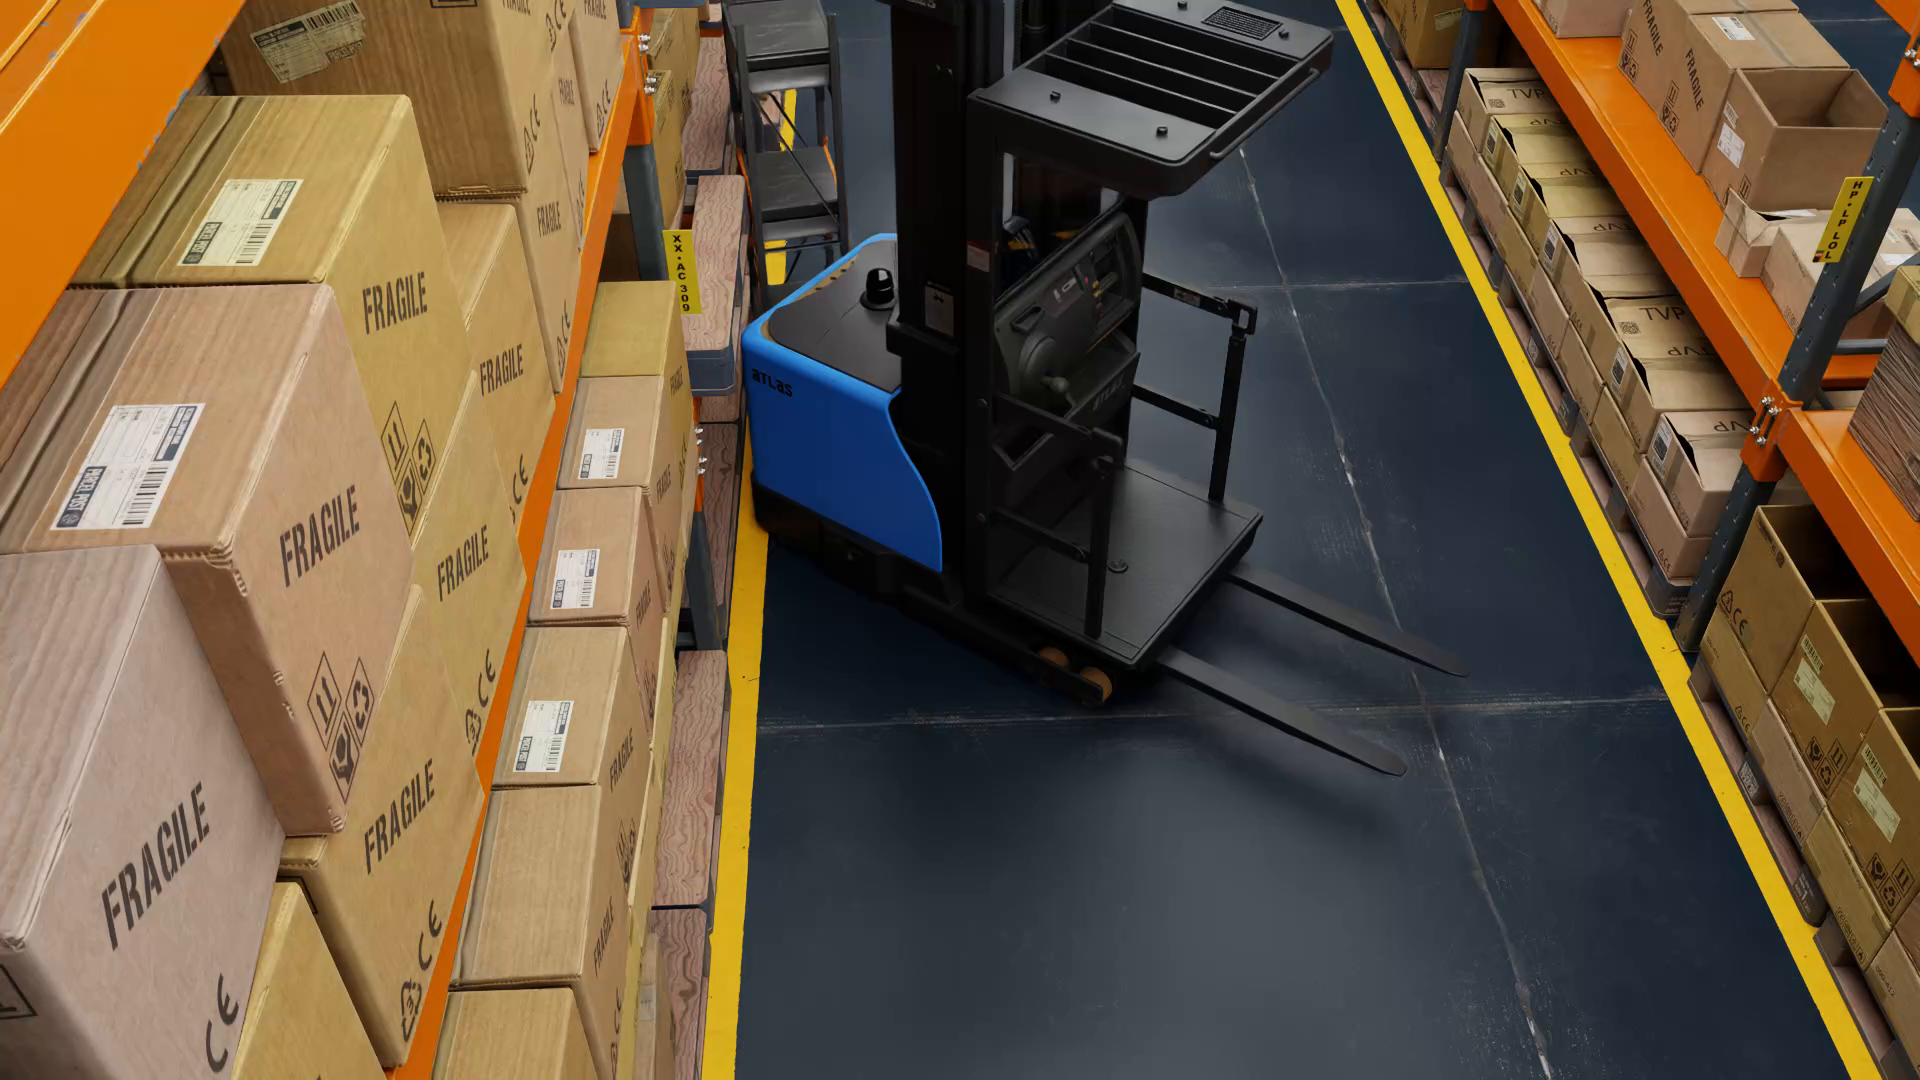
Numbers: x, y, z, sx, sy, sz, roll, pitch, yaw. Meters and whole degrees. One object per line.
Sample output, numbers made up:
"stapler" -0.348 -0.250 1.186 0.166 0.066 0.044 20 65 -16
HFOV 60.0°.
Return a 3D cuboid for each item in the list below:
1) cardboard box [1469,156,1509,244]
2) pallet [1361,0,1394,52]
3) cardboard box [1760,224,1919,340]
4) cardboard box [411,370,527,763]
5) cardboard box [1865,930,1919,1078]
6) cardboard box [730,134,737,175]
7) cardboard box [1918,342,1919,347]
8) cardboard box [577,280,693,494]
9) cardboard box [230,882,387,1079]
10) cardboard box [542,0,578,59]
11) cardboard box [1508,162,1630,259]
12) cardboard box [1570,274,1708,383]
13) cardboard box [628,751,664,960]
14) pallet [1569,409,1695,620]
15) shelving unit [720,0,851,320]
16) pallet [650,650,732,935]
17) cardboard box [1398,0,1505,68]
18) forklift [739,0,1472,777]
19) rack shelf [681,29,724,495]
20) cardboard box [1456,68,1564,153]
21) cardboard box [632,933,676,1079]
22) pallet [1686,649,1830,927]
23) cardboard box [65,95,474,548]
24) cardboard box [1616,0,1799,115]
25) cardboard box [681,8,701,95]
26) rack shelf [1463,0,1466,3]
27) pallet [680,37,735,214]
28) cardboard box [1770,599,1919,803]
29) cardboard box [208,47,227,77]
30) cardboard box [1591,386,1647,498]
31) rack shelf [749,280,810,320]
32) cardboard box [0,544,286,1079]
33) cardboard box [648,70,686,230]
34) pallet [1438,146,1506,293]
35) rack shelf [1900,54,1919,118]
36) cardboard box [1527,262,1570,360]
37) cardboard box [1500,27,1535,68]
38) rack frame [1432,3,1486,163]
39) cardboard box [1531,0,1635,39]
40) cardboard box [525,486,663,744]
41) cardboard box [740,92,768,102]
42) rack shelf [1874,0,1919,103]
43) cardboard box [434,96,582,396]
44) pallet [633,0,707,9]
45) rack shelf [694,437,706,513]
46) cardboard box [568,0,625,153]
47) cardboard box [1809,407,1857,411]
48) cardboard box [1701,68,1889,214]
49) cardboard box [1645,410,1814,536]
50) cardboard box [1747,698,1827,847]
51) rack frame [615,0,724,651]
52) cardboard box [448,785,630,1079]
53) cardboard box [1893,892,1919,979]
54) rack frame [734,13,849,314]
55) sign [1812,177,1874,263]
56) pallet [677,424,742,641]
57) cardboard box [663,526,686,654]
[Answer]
"cardboard box" 3.067 -1.830 8.900 0.500 0.250 0.500 -3 43 -3
"pallet" 3.273 -3.688 11.267 1.003 0.211 1.213 -2 43 -2
"cardboard box" 3.421 -0.965 6.344 0.500 0.250 0.500 1 43 1
"cardboard box" -1.071 0.059 2.807 0.500 0.500 0.500 0 43 0
"cardboard box" 3.262 1.504 5.263 0.500 0.250 0.500 -2 43 -2
"cardboard box" -1.550 -2.001 8.887 0.700 0.500 0.500 -1 43 -1
"cardboard box" 3.315 -0.609 5.290 0.380 0.149 0.250 -1 43 -1
"cardboard box" -1.134 -0.463 5.226 0.500 0.500 0.500 -2 43 -2
"cardboard box" -1.058 0.773 2.028 0.500 0.500 0.500 -1 43 -1
"cardboard box" -1.137 -1.361 3.616 0.500 0.500 0.500 0 43 1
"cardboard box" 3.095 -1.677 8.318 0.500 0.311 0.500 -3 43 -3
"cardboard box" 3.135 -0.990 7.569 0.500 0.311 0.500 -2 43 -2
"cardboard box" -1.068 0.830 4.371 0.500 0.250 0.500 -1 43 -1
"pallet" 3.416 -0.158 7.415 1.003 0.211 1.213 -2 43 -2
"shelving unit" -0.740 -1.433 7.405 0.431 2.100 0.503 -9 44 -10
"pallet" -1.399 0.936 6.223 1.003 0.211 1.213 -2 43 -2
"cardboard box" 3.042 -3.255 10.255 0.500 0.500 0.500 0 43 0
"forklift" 0.583 -0.821 6.126 3.031 2.935 1.130 26 48 25
"rack shelf" -1.548 -1.630 7.490 1.077 0.370 4.000 -2 43 -2
"cardboard box" 3.045 -2.376 9.081 0.500 0.311 0.500 0 43 0
"cardboard box" -1.238 1.564 4.998 0.700 0.500 0.500 -4 43 -4
"pallet" 3.478 0.877 6.287 1.003 0.211 1.213 -2 43 -2
"cardboard box" -1.071 -0.316 2.475 0.500 0.500 0.500 -1 43 -1
"cardboard box" 3.404 -2.294 7.609 0.500 0.500 0.500 -4 43 -4
"cardboard box" -1.528 -2.287 7.275 0.700 0.500 0.500 -2 43 -2
"rack shelf" 3.231 -4.475 10.594 1.077 0.370 4.000 -2 43 -2
"pallet" -1.508 -1.839 7.328 1.003 0.211 1.213 -2 43 -2
"cardboard box" 3.222 0.552 5.746 0.500 0.500 0.500 -2 43 -2
"cardboard box" -1.678 -1.002 3.964 0.500 0.500 0.500 0 43 0
"cardboard box" 3.159 -0.444 7.388 0.500 0.250 0.500 -2 43 -2
"rack shelf" -0.739 -0.910 7.891 0.431 0.518 0.480 -9 44 -10
"cardboard box" -1.067 0.370 1.727 0.500 0.500 0.500 -4 43 -5
"cardboard box" -1.467 -1.466 6.379 0.700 0.500 0.500 2 43 3
"pallet" 3.312 -1.805 9.212 1.003 0.211 1.213 -2 43 -2
"rack shelf" 3.571 -0.180 3.688 1.077 0.370 4.000 -2 43 -2
"cardboard box" 3.117 -1.133 8.139 0.500 0.250 0.500 -1 43 -1
"cardboard box" 3.582 -2.946 9.918 0.500 0.500 0.500 0 43 0
"rack frame" 3.316 -3.390 8.878 1.000 3.000 0.127 -2 43 -2
"cardboard box" 3.161 -2.747 8.243 0.500 0.311 0.500 -2 43 -2
"cardboard box" -1.097 0.214 4.487 0.500 0.500 0.500 -3 43 -3
"cardboard box" -1.533 -3.108 9.850 0.750 0.750 0.750 -2 43 -2
"rack shelf" 3.401 -2.880 6.634 1.077 0.370 4.000 -2 43 -2
"cardboard box" -1.125 -0.646 3.576 0.500 0.500 0.500 -3 43 -3
"pallet" -1.383 -2.001 5.282 1.213 0.211 1.003 -2 43 -2
"rack shelf" -1.378 1.071 4.544 1.077 0.370 4.000 -2 43 -2
"cardboard box" -1.195 -1.359 4.354 0.500 0.500 0.500 -1 43 -1
"cardboard box" 3.717 -0.323 6.842 0.500 0.311 0.500 -2 43 -2
"cardboard box" 3.447 -1.601 6.852 0.500 0.500 0.500 1 43 1
"cardboard box" 3.182 -0.302 6.819 0.500 0.311 0.500 -2 43 -2
"cardboard box" 3.219 0.829 5.999 0.500 0.250 0.500 -2 43 -2
"rack frame" -1.463 -0.545 5.774 1.000 3.000 0.127 -2 43 -2
"cardboard box" -1.040 0.913 3.724 0.500 0.500 0.500 -3 43 -3
"cardboard box" 3.259 1.228 5.010 0.500 0.500 0.500 -2 43 -2
"rack frame" -0.684 -1.271 7.231 0.400 2.100 0.015 -9 44 -10
"sign" 2.944 -1.065 5.543 0.100 0.325 0.005 -2 43 -2
"pallet" -1.498 -0.042 7.290 1.003 0.211 1.213 -2 43 -2
"cardboard box" -1.127 0.151 5.111 0.500 0.250 0.500 -1 43 -2
